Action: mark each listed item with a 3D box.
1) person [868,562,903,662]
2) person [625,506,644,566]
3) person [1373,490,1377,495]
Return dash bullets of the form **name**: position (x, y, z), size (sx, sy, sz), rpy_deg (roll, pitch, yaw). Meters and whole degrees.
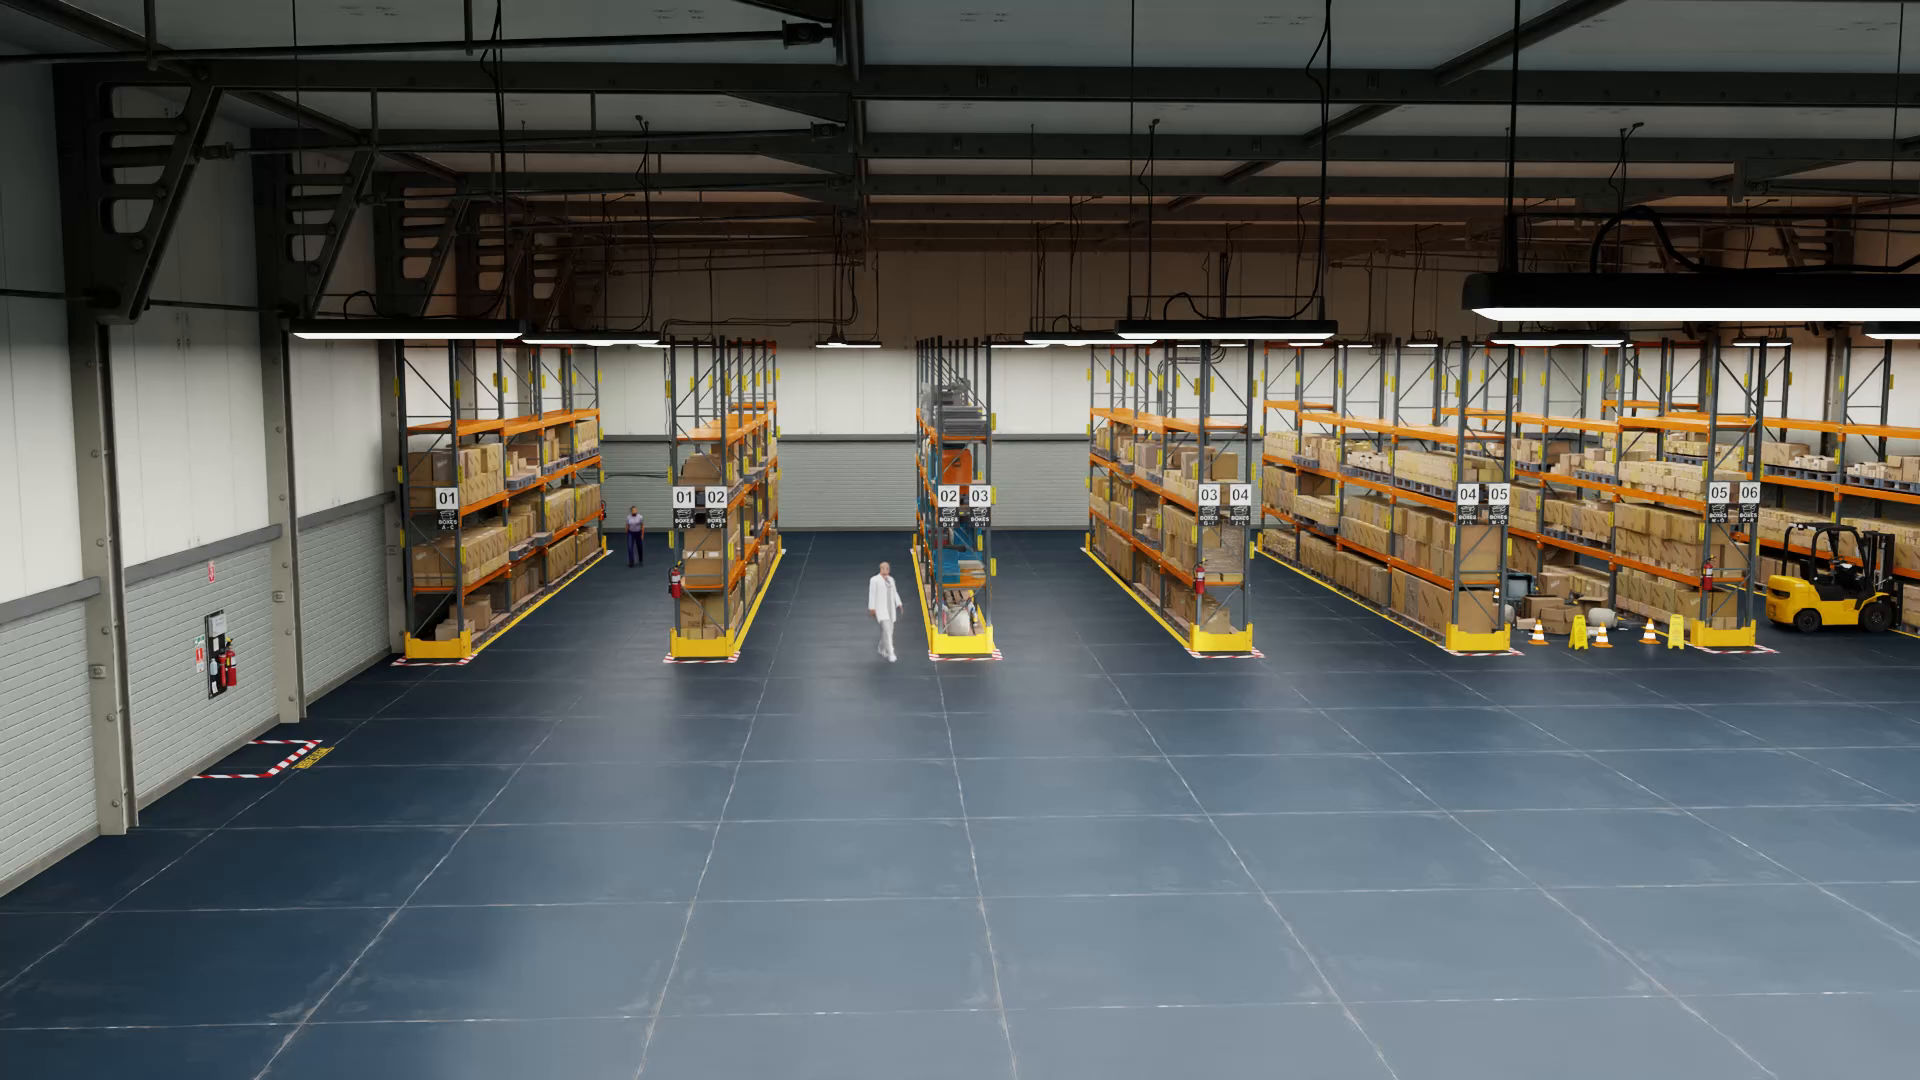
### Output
- **person**: position (-1.311, 1.390, 31.100), size (0.612, 1.670, 0.778), rpy_deg (-6, 9, -44)
- **person**: position (-8.691, -0.129, 44.471), size (0.484, 1.588, 0.816), rpy_deg (-1, 7, -6)
- **person**: position (12.057, -0.603, 48.010), size (0.990, 1.697, 0.528), rpy_deg (3, 7, 23)
